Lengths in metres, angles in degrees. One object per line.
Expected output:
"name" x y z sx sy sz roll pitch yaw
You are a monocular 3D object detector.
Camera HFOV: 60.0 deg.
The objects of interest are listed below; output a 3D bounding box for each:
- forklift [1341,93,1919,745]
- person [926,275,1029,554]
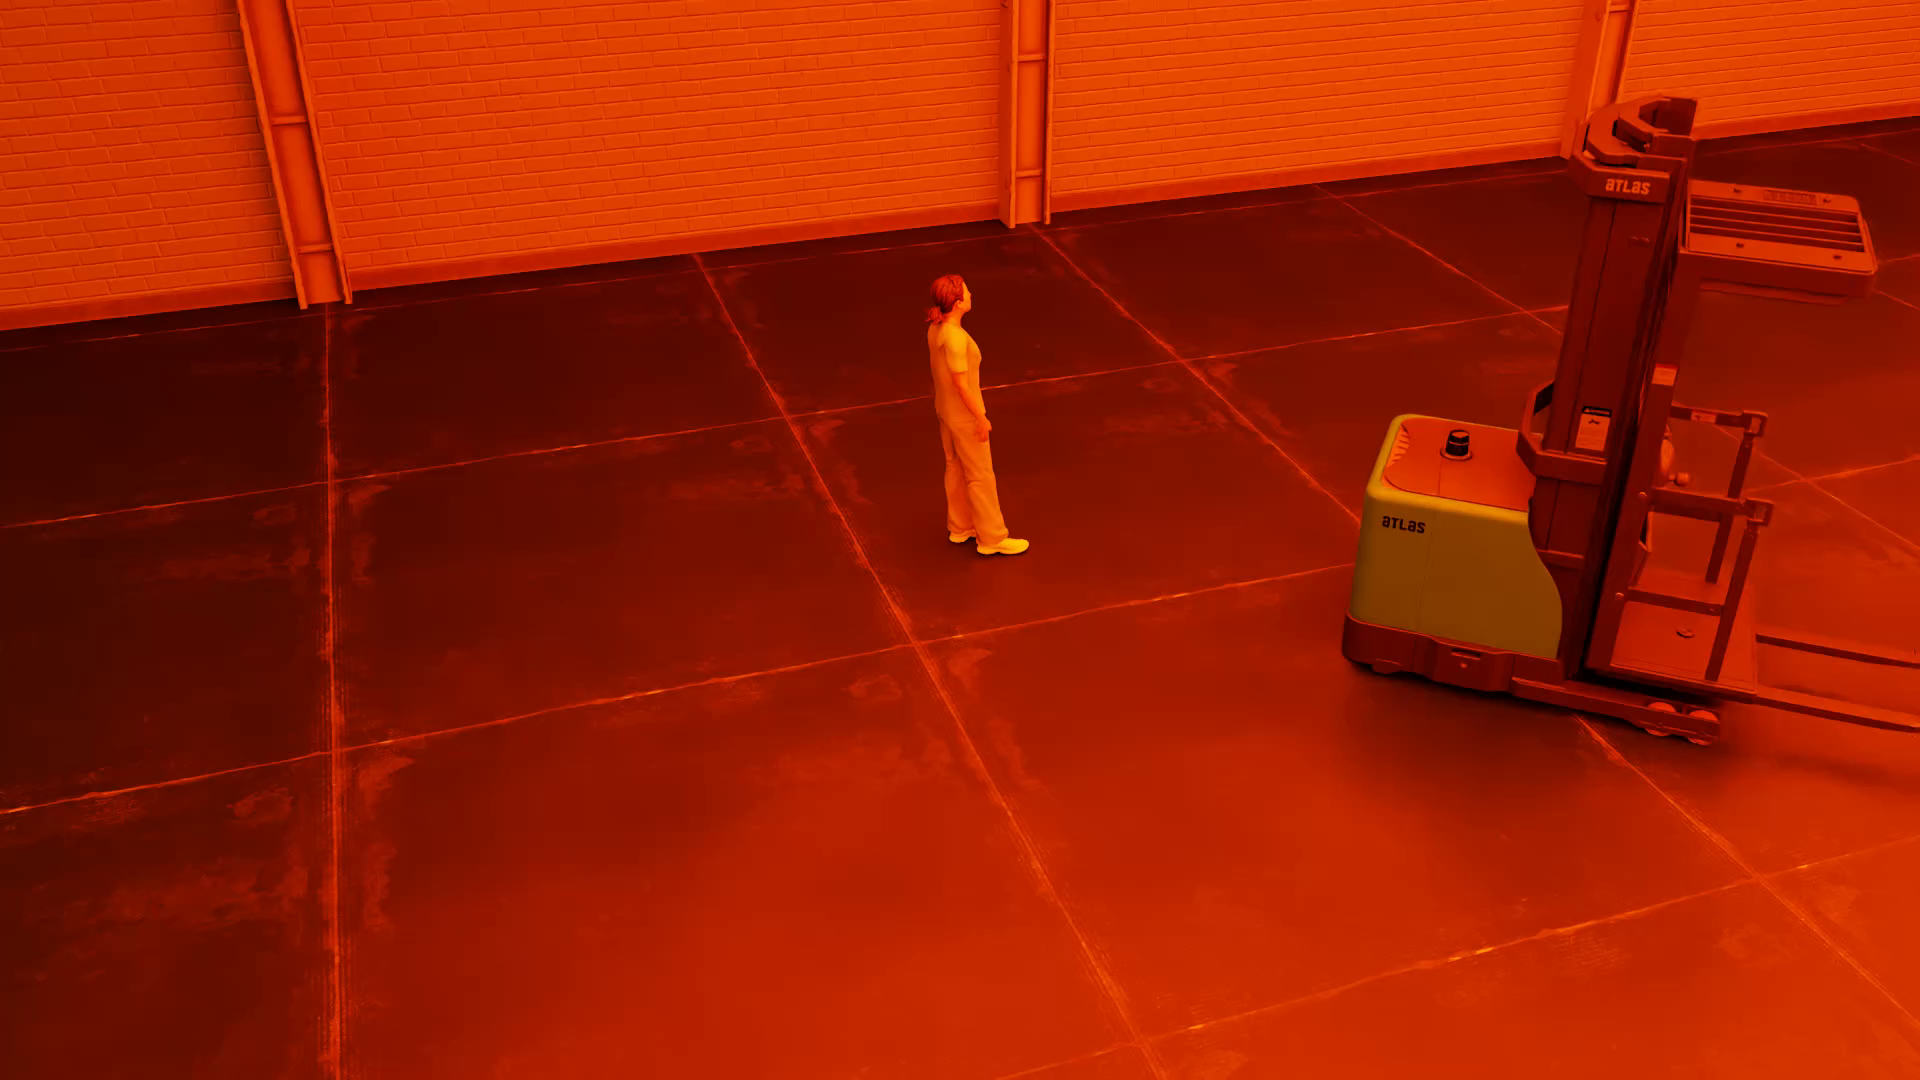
"forklift" 3.601 -0.555 8.052 3.031 2.935 1.130 11 32 18
"person" 0.074 -0.738 9.613 0.549 1.675 0.549 -10 31 -16
